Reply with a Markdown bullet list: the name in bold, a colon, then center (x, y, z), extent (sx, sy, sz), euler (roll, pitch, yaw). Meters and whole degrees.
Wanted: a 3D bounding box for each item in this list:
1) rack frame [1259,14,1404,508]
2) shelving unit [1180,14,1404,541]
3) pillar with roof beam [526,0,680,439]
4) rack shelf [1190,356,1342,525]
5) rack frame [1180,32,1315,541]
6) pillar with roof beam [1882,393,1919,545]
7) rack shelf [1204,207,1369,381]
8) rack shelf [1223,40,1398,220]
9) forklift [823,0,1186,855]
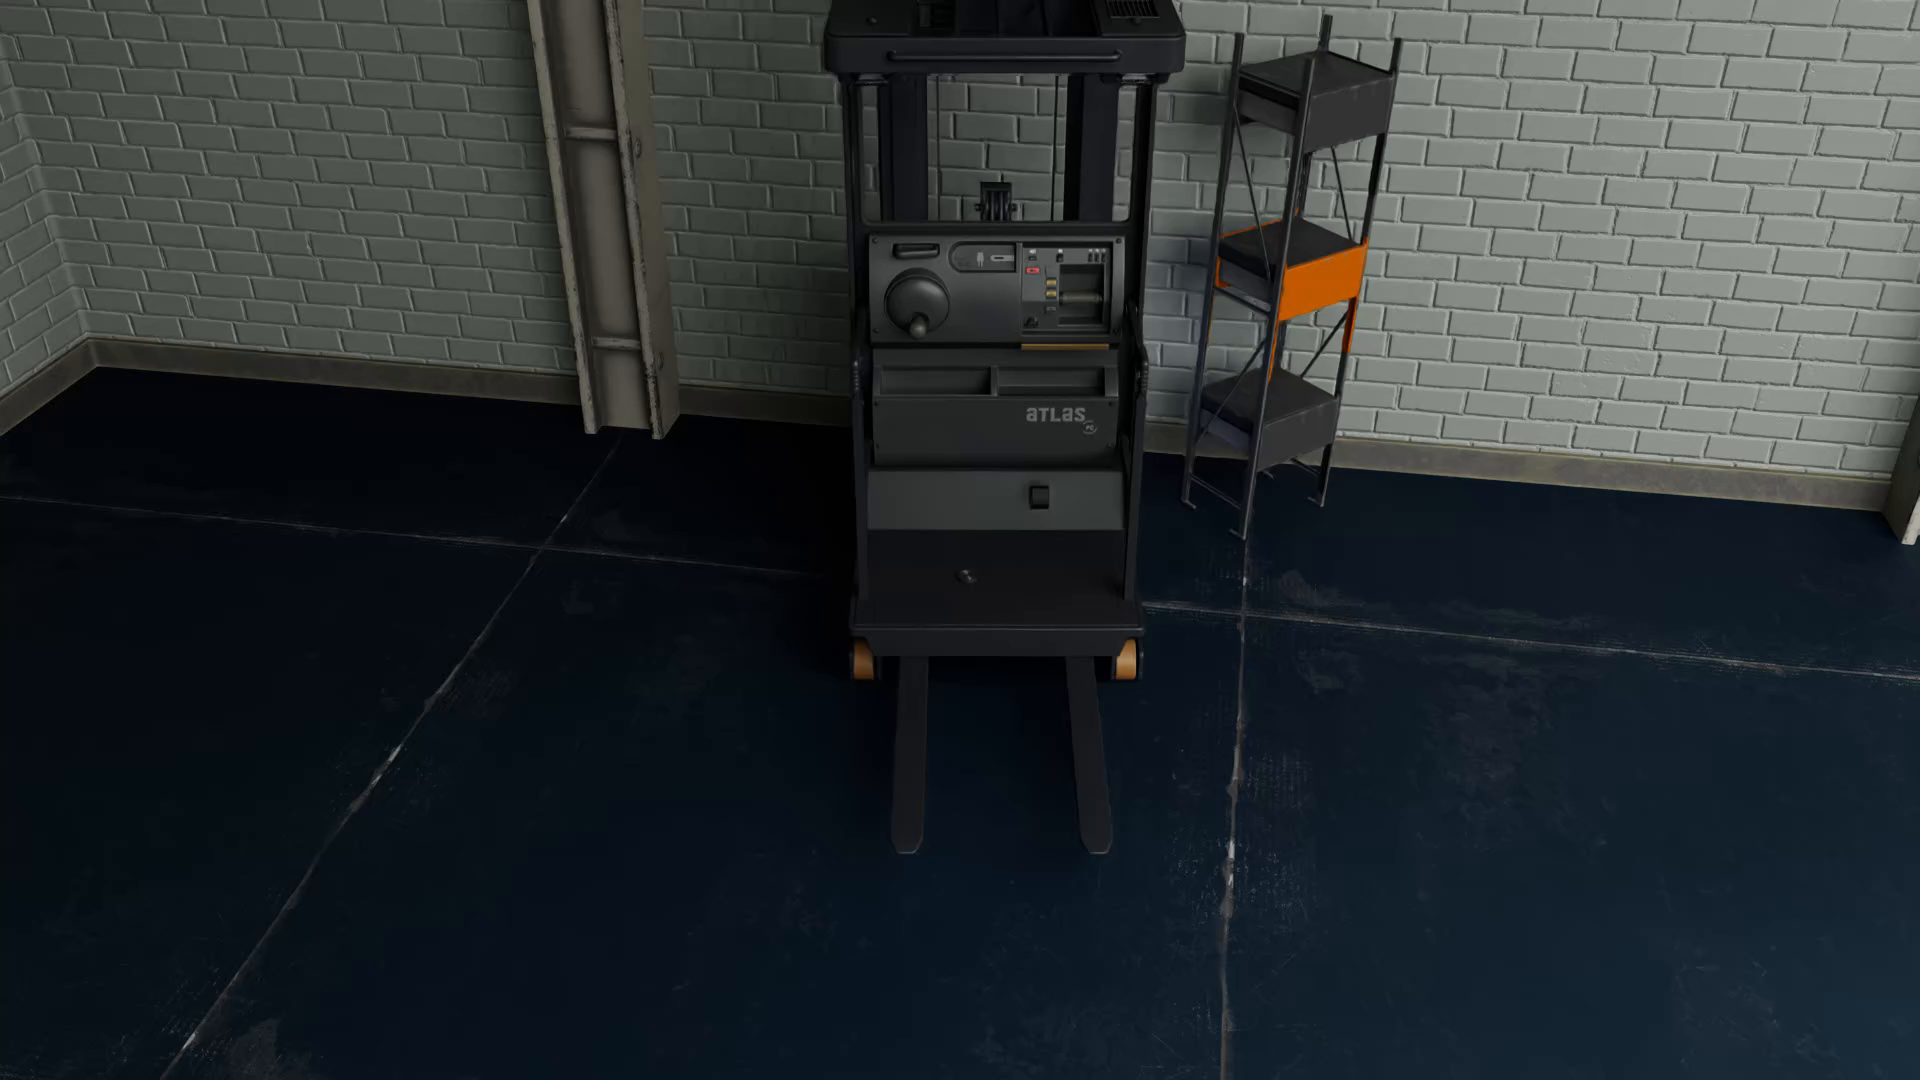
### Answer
- **rack frame**: center (1.541, -1.118, 7.044), extent (0.015, 2.100, 0.400), euler (-21, 39, -31)
- **shelving unit**: center (1.344, -1.044, 6.920), extent (0.503, 2.100, 0.431), euler (-21, 39, -31)
- **pillar with roof beam**: center (-2.329, -2.146, 2.197), extent (0.400, 9.000, 9.100), euler (5, 32, 8)
- **rack shelf**: center (1.323, -0.445, 7.307), extent (0.480, 0.518, 0.431), euler (-21, 39, -31)
- **rack frame**: center (1.148, -0.970, 6.795), extent (0.015, 2.100, 0.400), euler (-21, 39, -31)
- **pillar with roof beam**: center (3.585, -1.611, 1.342), extent (0.400, 9.000, 9.100), euler (5, 32, 8)
- **rack shelf**: center (1.344, -1.033, 6.927), extent (0.480, 0.518, 0.431), euler (-21, 39, -31)
- **rack shelf**: center (1.364, -1.620, 6.547), extent (0.480, 0.518, 0.431), euler (-21, 39, -31)
- **forklift**: center (0.135, -0.868, 5.874), extent (1.130, 2.935, 3.031), euler (0, 32, 0)
